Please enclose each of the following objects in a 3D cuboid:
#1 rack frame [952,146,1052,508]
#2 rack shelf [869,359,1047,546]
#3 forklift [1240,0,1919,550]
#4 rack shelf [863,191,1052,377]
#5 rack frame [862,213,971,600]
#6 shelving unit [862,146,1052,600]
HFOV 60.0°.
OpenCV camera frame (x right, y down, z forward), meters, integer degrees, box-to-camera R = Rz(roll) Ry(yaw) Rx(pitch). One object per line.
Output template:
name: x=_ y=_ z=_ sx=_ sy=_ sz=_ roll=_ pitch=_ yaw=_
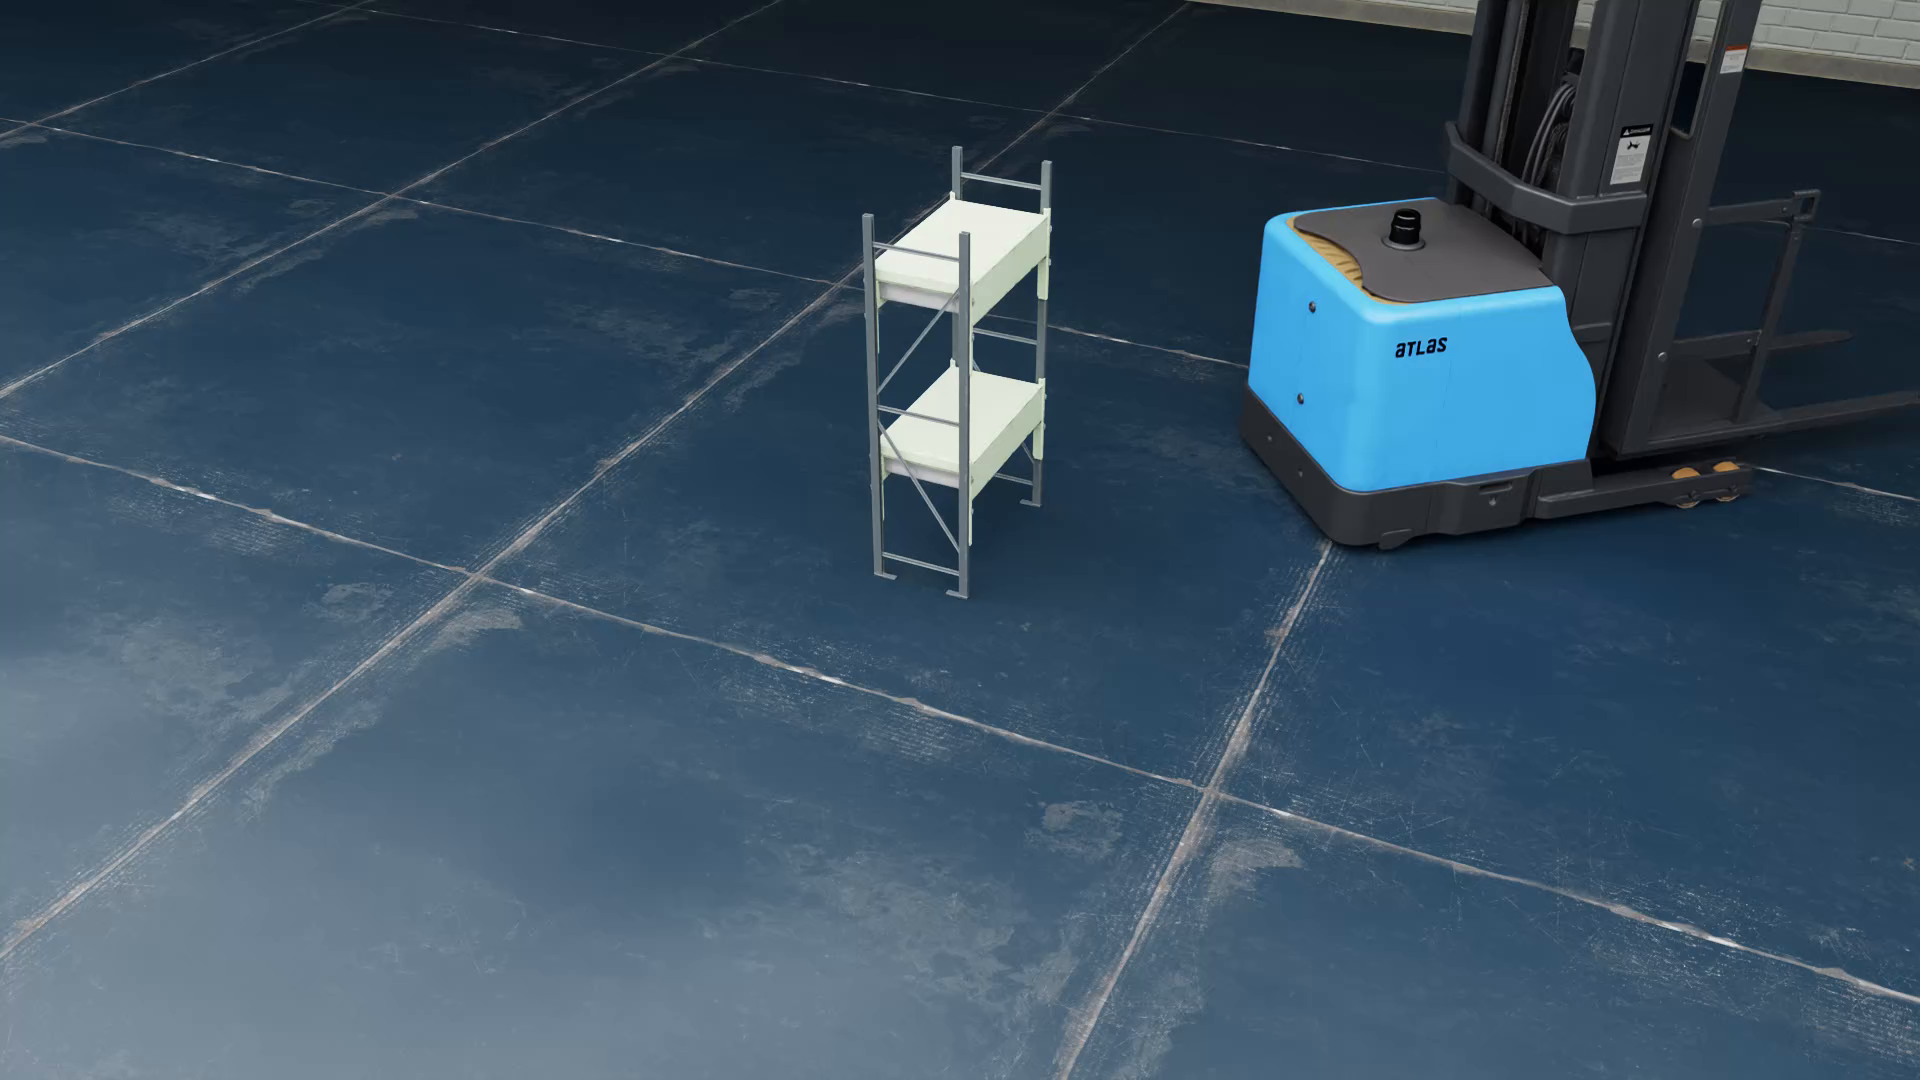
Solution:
rack frame: x=0.156 y=-0.813 z=6.622 sx=0.400 sy=1.500 sz=0.023 roll=14 pitch=36 yaw=20
rack shelf: x=0.003 y=-0.358 z=6.523 sx=0.431 sy=0.370 sz=0.720 roll=14 pitch=36 yaw=20
forklift: x=2.811 y=-1.629 z=6.561 sx=3.031 sy=2.935 sz=1.130 roll=-9 pitch=34 yaw=-13
rack shelf: x=0.003 y=-0.957 z=6.130 sx=0.431 sy=0.370 sz=0.720 roll=14 pitch=36 yaw=20
rack frame: x=-0.150 y=-0.448 z=6.066 sx=0.400 sy=1.500 sz=0.023 roll=14 pitch=36 yaw=20
shelving unit: x=0.003 y=-0.631 z=6.344 sx=0.431 sy=1.500 sz=0.755 roll=14 pitch=36 yaw=20
